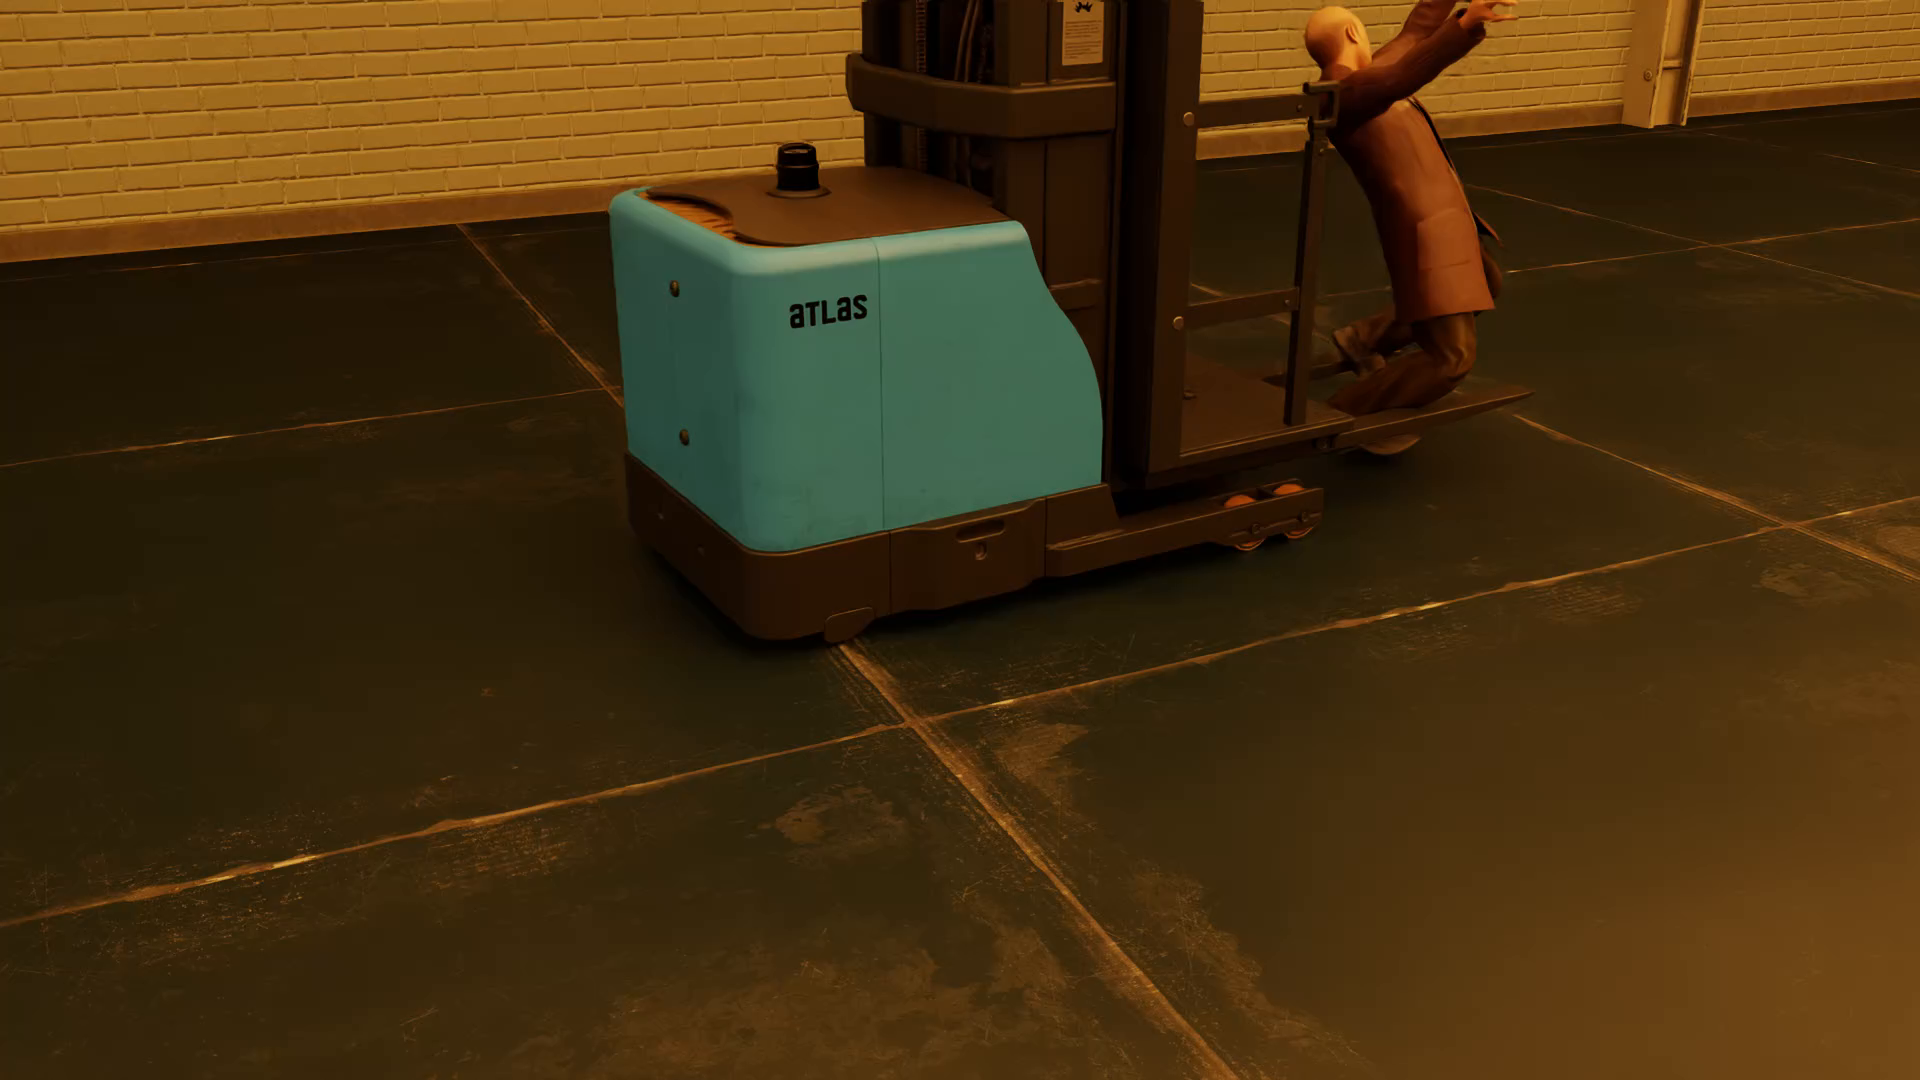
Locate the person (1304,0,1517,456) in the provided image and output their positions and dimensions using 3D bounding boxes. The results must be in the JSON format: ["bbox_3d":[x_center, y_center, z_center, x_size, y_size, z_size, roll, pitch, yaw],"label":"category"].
[{"bbox_3d":[1.473,-1.125,5.543,0.725,1.683,1.038,7,24,16],"label":"person"}]

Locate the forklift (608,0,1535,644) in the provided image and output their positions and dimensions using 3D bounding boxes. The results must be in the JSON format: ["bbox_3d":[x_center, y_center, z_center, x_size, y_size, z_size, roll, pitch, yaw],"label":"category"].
[{"bbox_3d":[0.527,-1.481,4.852,3.031,2.935,1.130,-13,26,-28],"label":"forklift"}]
